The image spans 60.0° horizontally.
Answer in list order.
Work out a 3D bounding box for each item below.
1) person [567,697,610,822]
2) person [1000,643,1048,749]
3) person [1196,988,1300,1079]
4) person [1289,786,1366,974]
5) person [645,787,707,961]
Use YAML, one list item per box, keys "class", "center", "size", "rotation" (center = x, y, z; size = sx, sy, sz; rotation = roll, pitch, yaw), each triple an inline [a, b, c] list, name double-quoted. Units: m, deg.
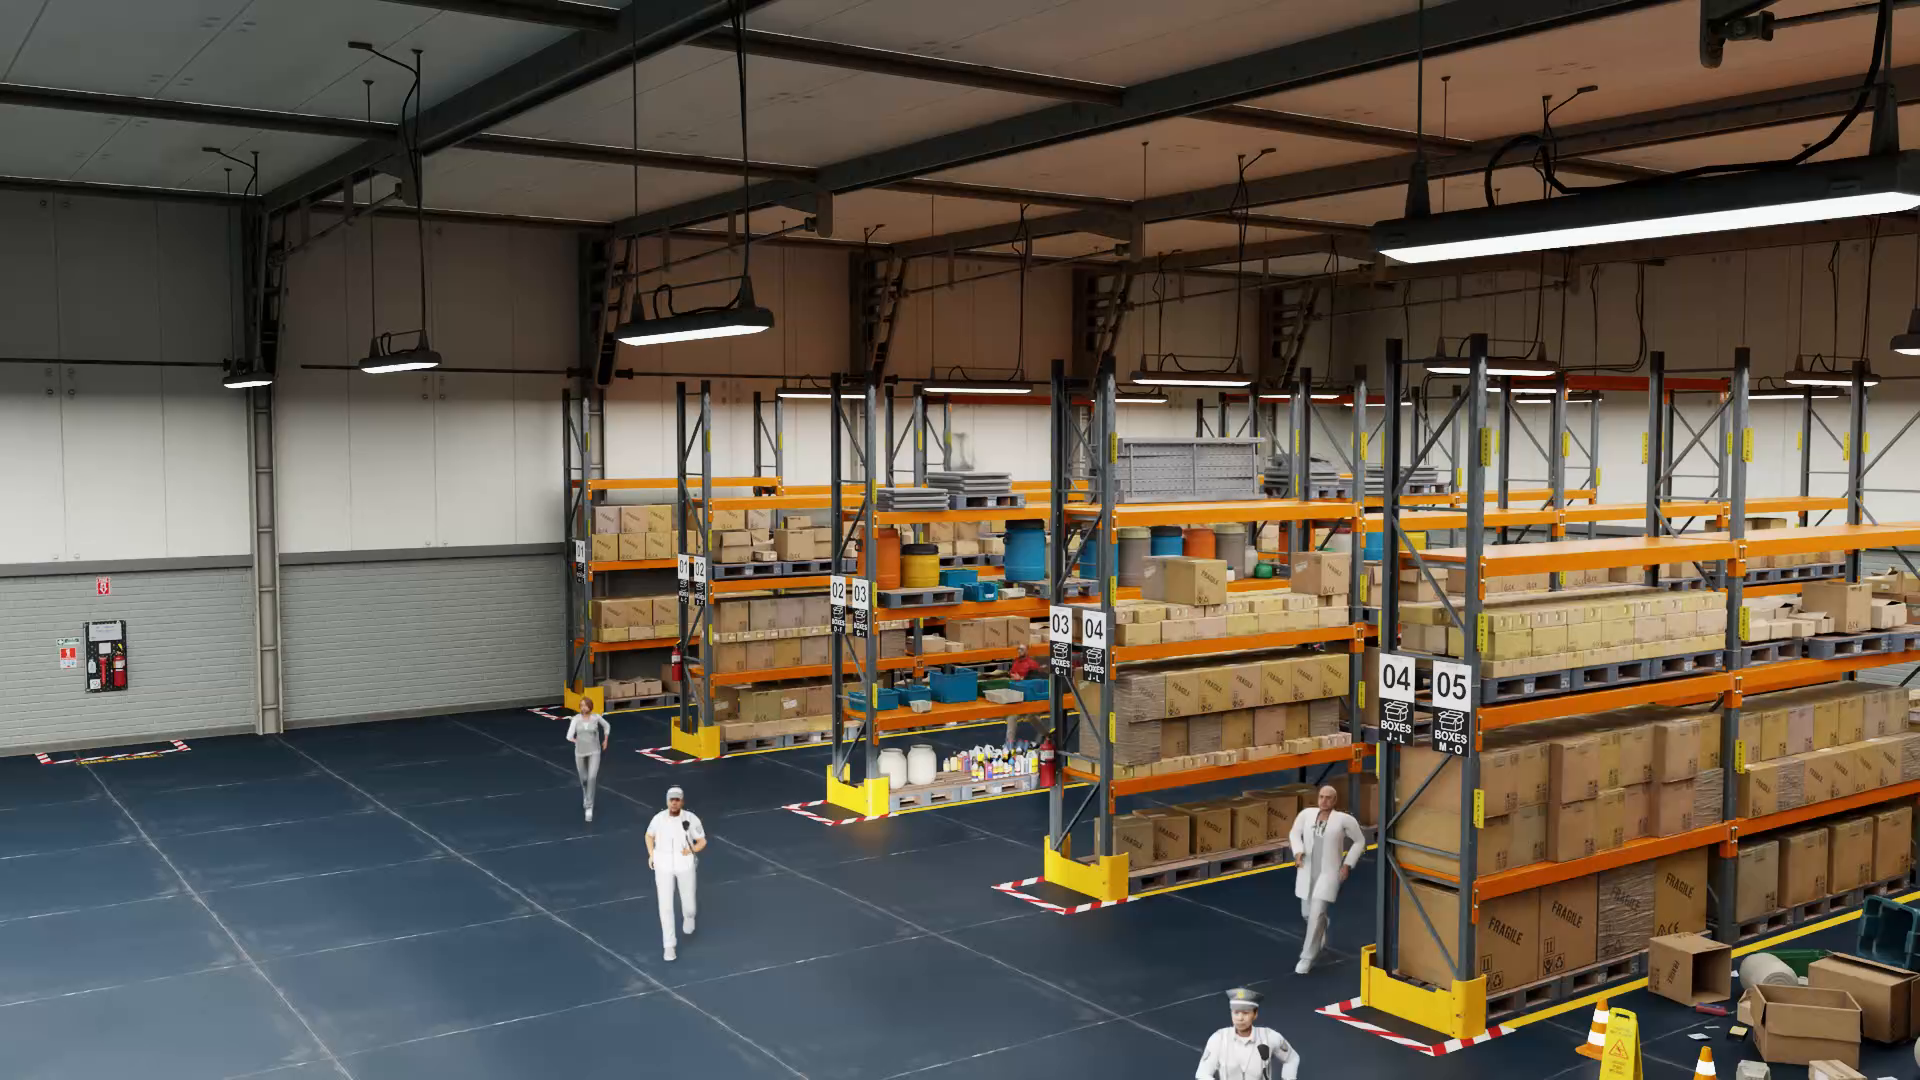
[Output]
- class: "person"
  center: [-5.030, 2.921, 22.483]
  size: [0.548, 1.610, 0.868]
  rotation: [0, 4, -3]
- class: "person"
  center: [1.027, 2.537, 27.177]
  size: [0.662, 1.716, 0.968]
  rotation: [3, 5, 42]
- class: "person"
  center: [1.799, 3.658, 10.474]
  size: [0.612, 1.740, 0.714]
  rotation: [1, 4, 19]
- class: "person"
  center: [3.542, 3.256, 16.172]
  size: [0.735, 1.773, 0.907]
  rotation: [2, 4, 34]
- class: "person"
  center: [-2.840, 3.279, 16.588]
  size: [0.621, 1.636, 0.823]
  rotation: [0, 4, -6]
